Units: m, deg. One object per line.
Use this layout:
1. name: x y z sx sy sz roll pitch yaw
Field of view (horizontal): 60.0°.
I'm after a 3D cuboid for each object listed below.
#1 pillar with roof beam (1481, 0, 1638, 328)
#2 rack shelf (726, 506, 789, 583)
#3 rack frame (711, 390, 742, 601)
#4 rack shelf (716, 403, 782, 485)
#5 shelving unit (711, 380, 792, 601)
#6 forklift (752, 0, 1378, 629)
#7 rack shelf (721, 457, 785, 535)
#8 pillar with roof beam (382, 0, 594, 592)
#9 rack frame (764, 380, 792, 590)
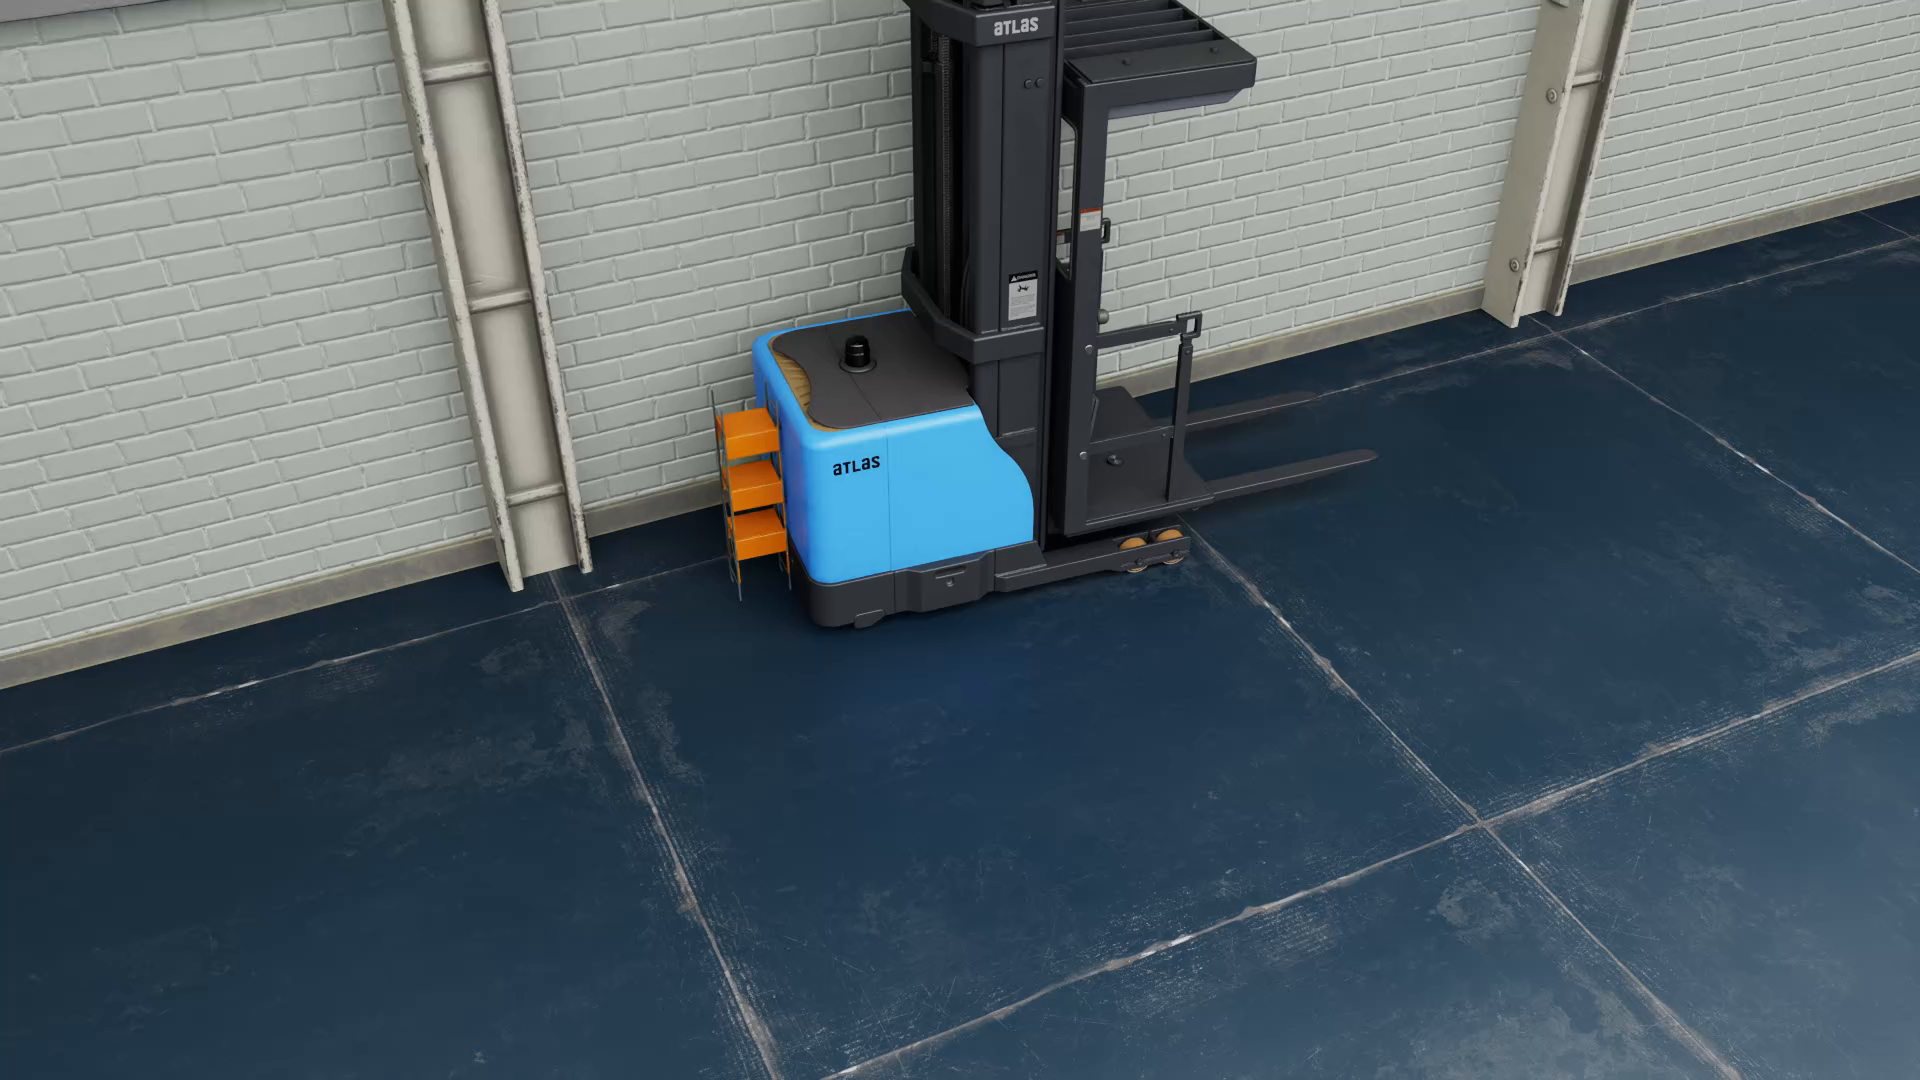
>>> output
1. pillar with roof beam: 5.242 -2.696 4.331 0.400 9.000 9.100 -16 39 -20
2. rack shelf: -0.955 0.017 7.830 0.240 0.259 0.215 -12 38 -16
3. rack frame: -1.070 -0.190 7.625 0.008 1.050 0.200 -12 38 -16
4. rack shelf: -0.955 -0.434 7.495 0.240 0.259 0.215 -12 38 -16
5. shelving unit: -0.955 -0.215 7.658 0.252 1.050 0.215 -12 38 -16
6. forklift: 0.591 -1.304 7.548 3.031 2.935 1.130 -12 38 -16
7. rack shelf: -0.955 -0.206 7.665 0.240 0.259 0.215 -12 38 -16
8. pillar with roof beam: -0.189 -1.177 2.283 0.400 9.000 9.100 -16 39 -20
9. rack frame: -0.840 -0.239 7.692 0.008 1.050 0.200 -12 38 -16
